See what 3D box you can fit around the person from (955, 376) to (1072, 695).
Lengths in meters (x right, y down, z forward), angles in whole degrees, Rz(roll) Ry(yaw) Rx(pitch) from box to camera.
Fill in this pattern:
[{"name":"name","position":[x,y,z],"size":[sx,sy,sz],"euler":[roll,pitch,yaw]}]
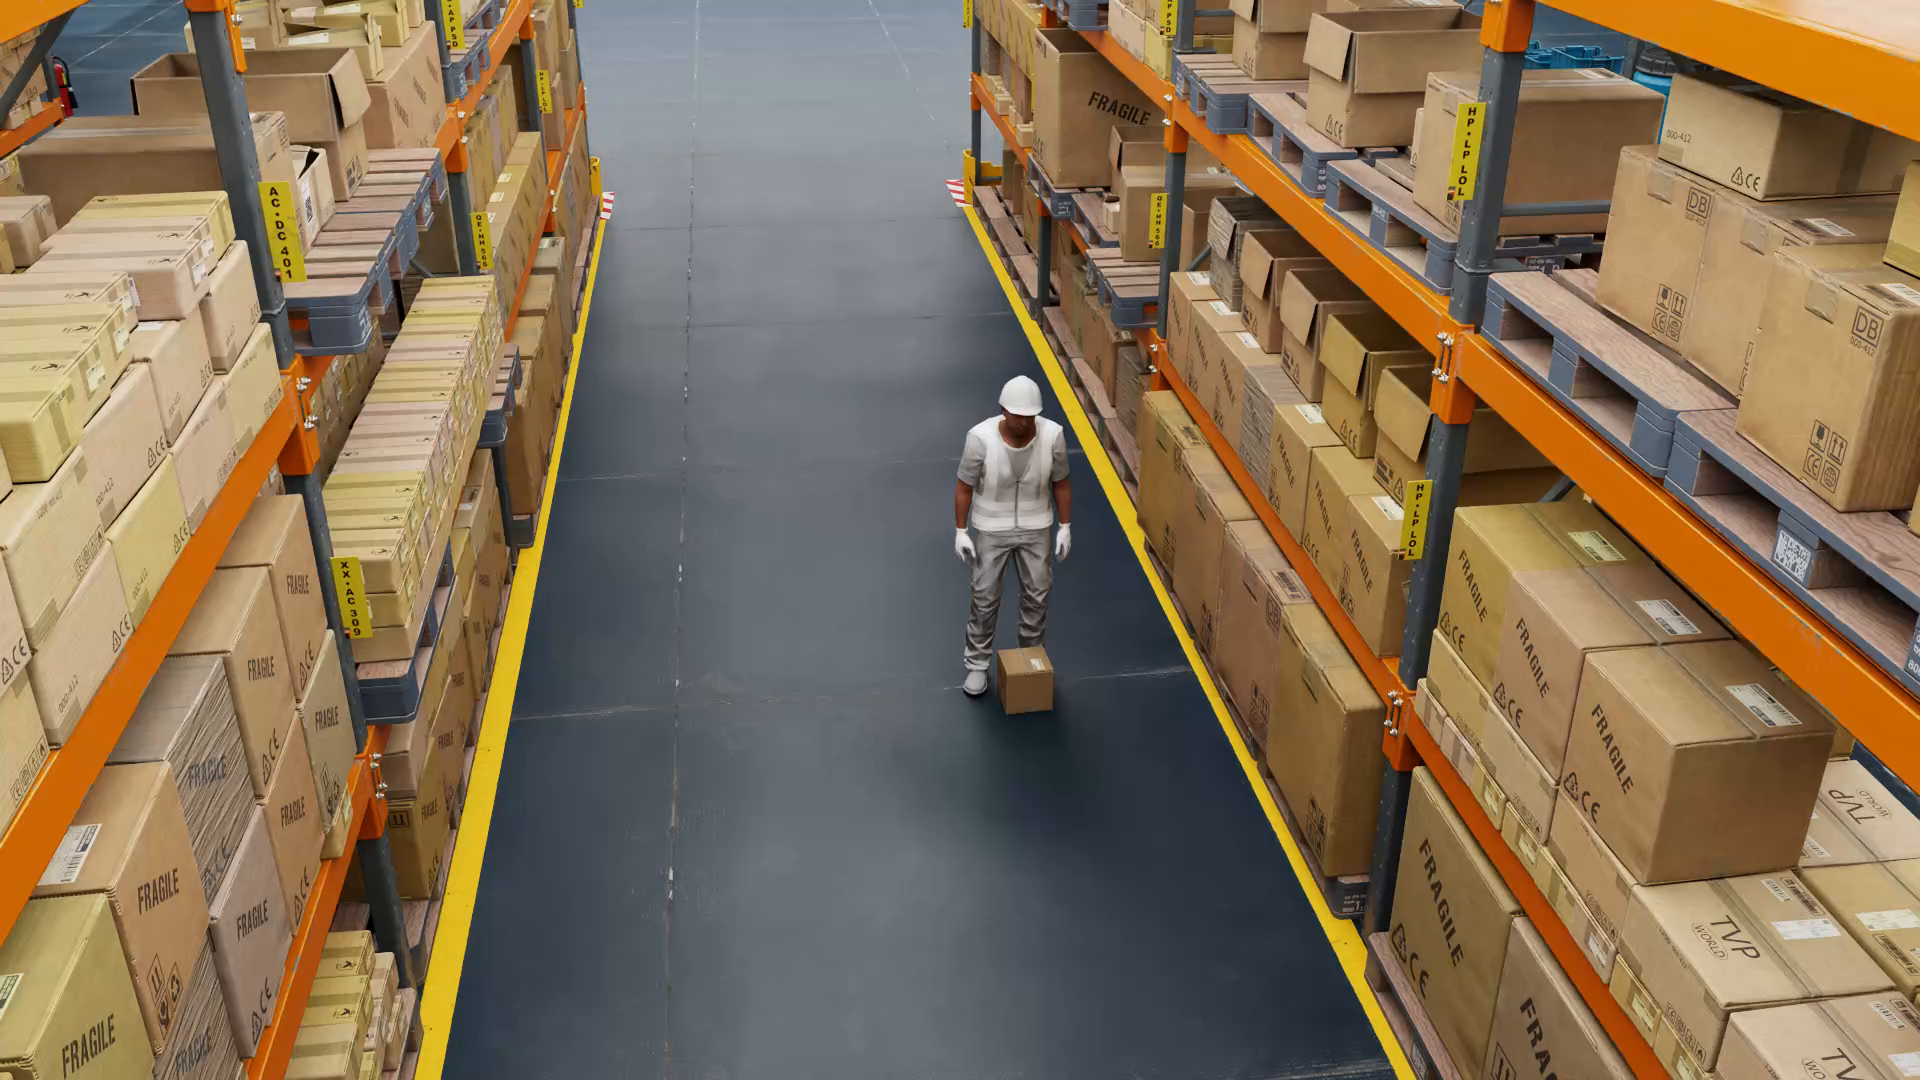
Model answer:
[{"name":"person","position":[0.276,-0.036,8.675],"size":[0.619,1.775,0.446],"euler":[-3,27,-7]}]
